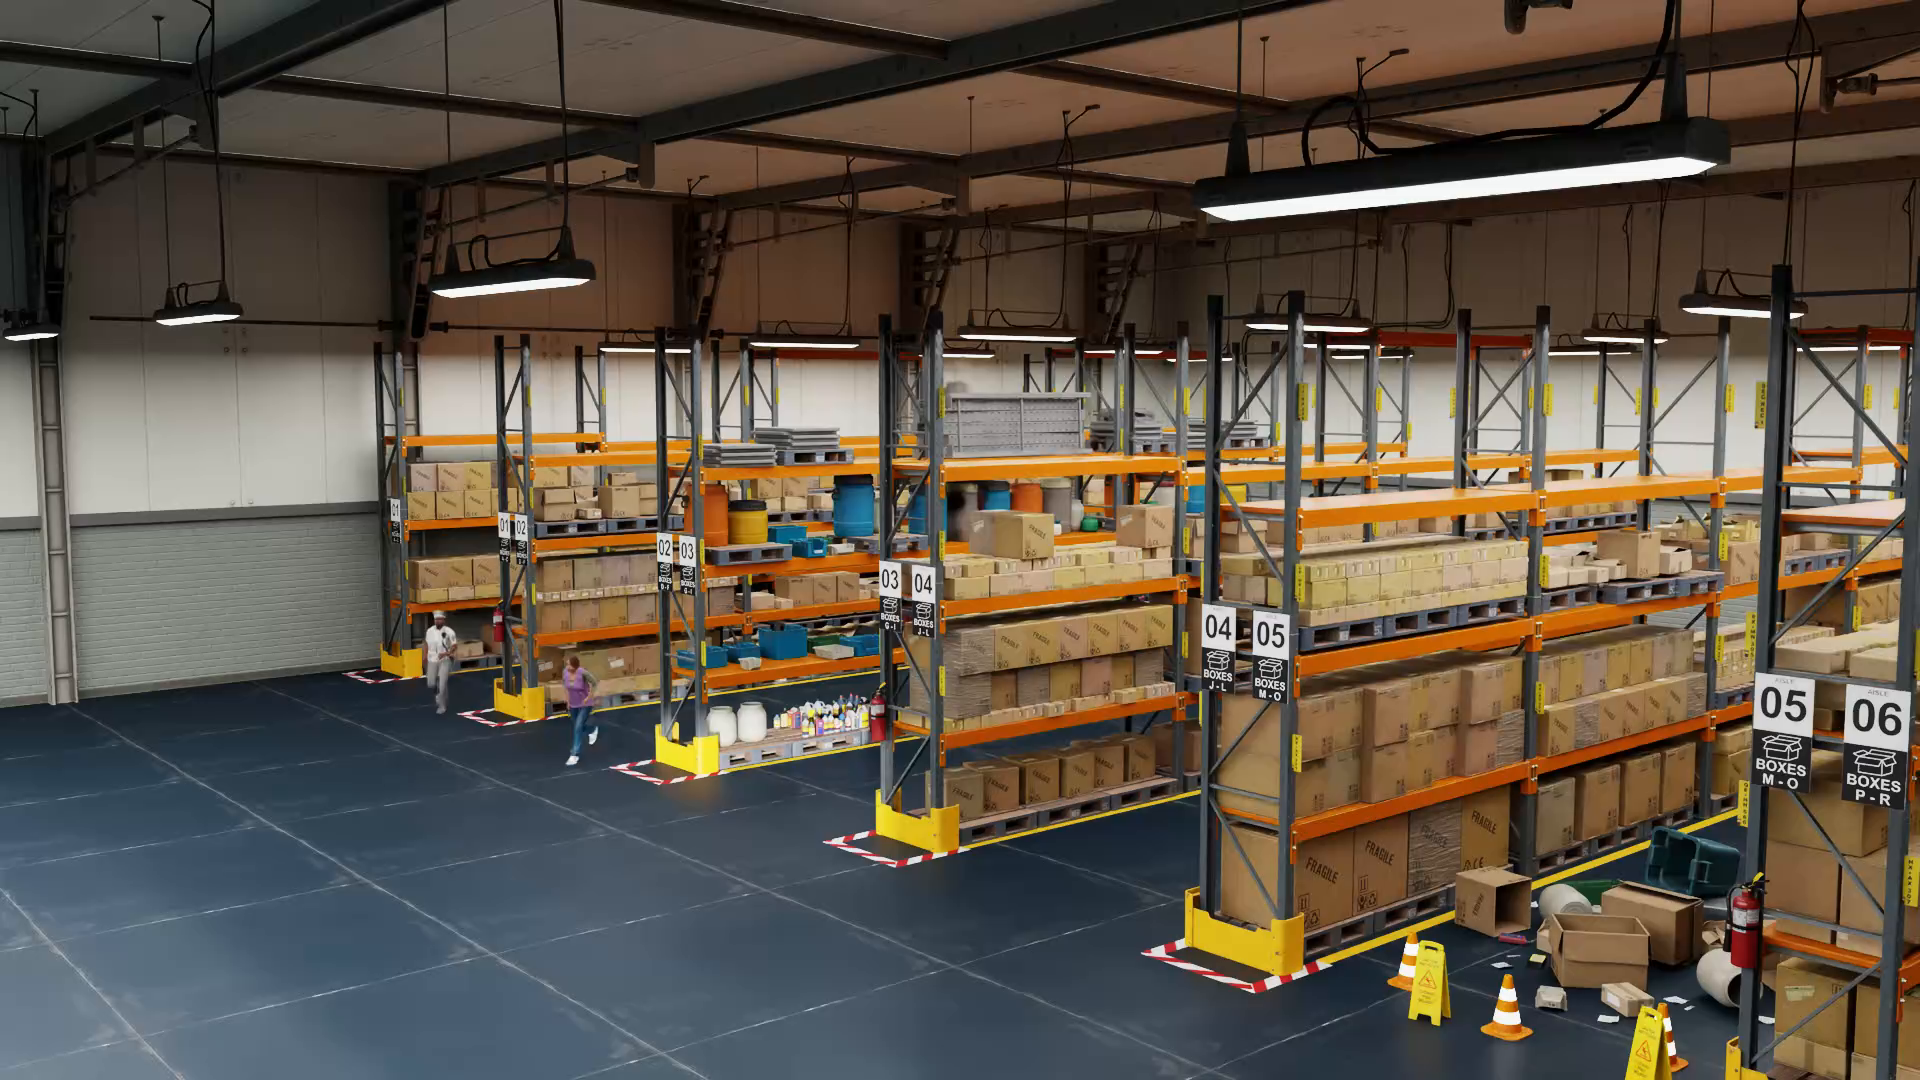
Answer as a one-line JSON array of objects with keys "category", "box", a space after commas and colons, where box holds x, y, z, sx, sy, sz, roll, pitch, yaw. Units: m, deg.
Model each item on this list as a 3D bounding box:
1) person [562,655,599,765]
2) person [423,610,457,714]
[{"category": "person", "box": [-5.246, 2.318, 23.159, 0.542, 1.547, 0.838, 1, 5, 11]}, {"category": "person", "box": [-8.305, 1.932, 26.508, 0.573, 1.649, 0.575, 0, 5, 1]}]
